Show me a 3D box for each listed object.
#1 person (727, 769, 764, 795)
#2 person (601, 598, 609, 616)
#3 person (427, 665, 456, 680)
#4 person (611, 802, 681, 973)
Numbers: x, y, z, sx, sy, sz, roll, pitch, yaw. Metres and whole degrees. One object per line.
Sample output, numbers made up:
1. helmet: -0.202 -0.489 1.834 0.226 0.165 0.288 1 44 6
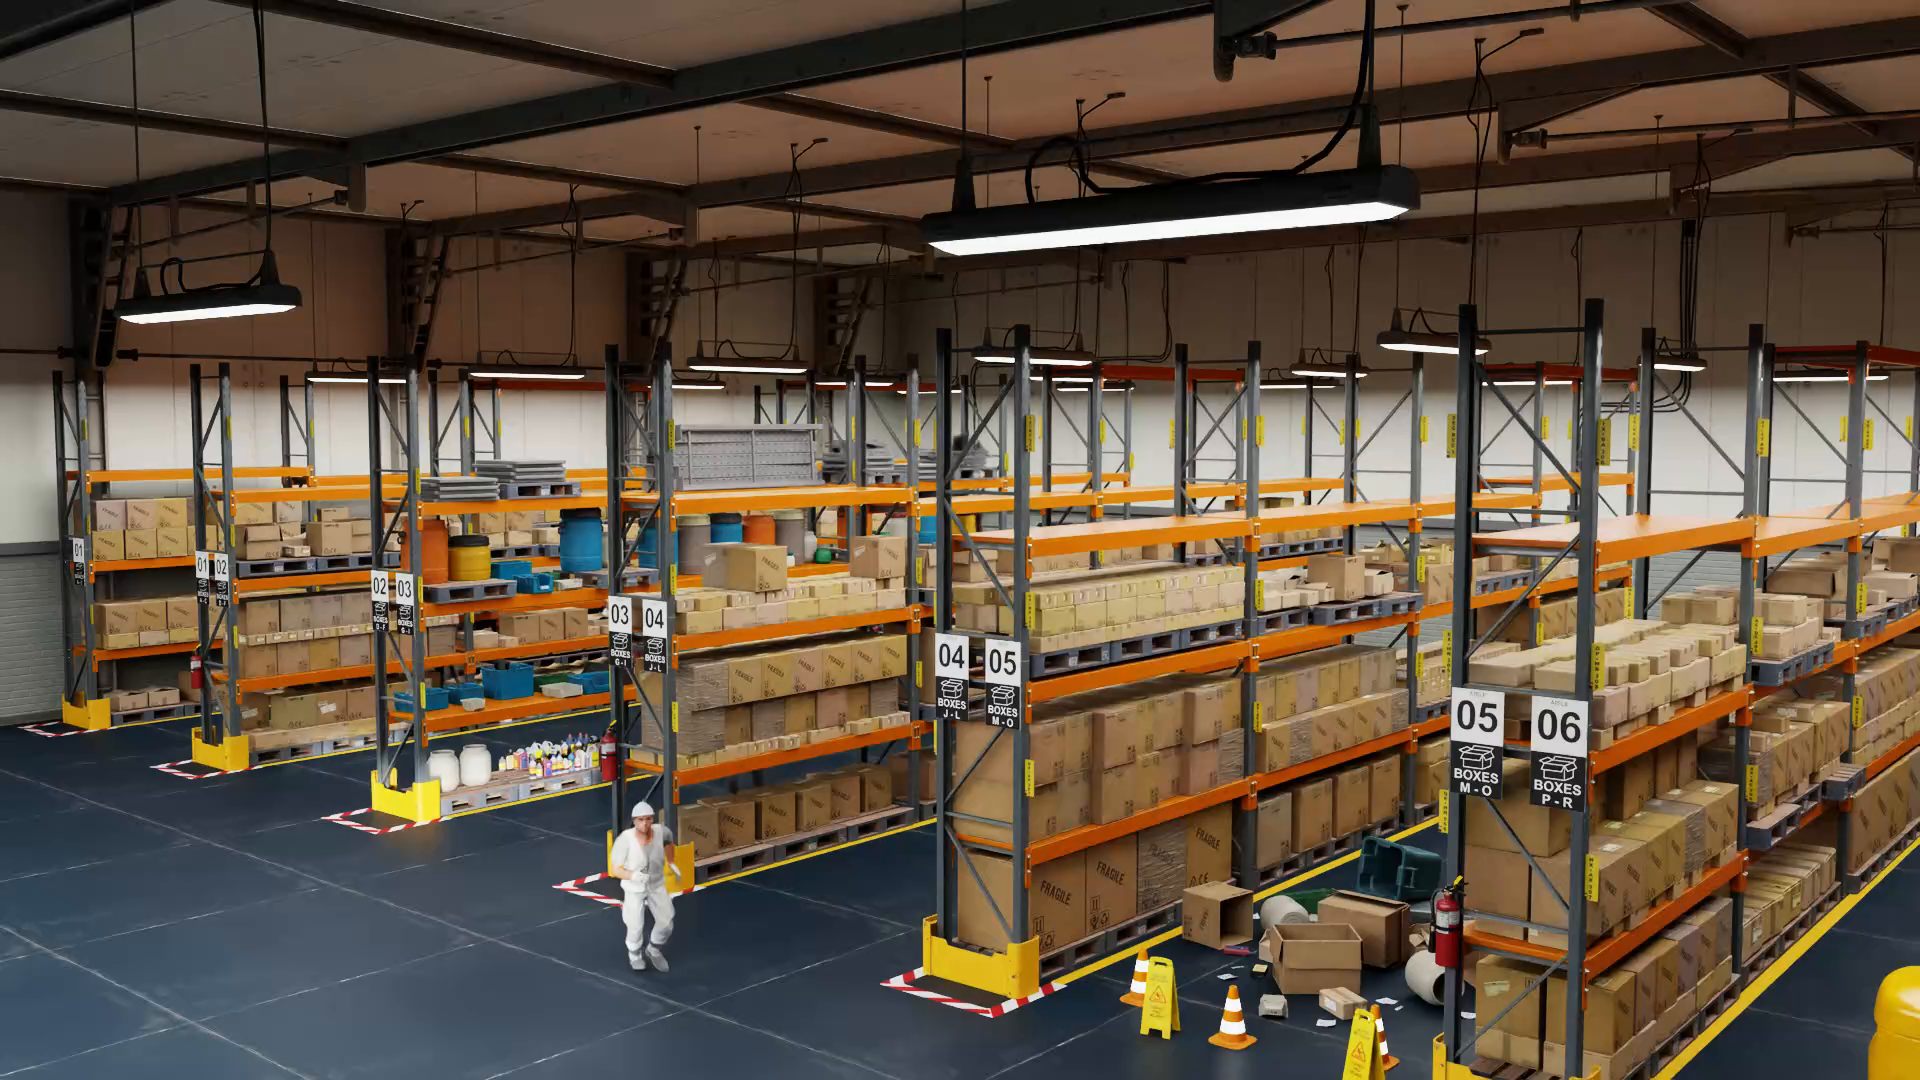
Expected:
1. person: -2.842 2.830 21.806 0.613 1.618 0.758 0 4 0
2. person: -6.727 1.924 32.637 0.633 1.728 0.992 3 5 38
3. person: -9.357 2.169 30.051 0.623 1.716 0.630 0 4 2
4. person: -2.879 3.206 15.313 0.694 1.676 0.917 -2 4 -21
